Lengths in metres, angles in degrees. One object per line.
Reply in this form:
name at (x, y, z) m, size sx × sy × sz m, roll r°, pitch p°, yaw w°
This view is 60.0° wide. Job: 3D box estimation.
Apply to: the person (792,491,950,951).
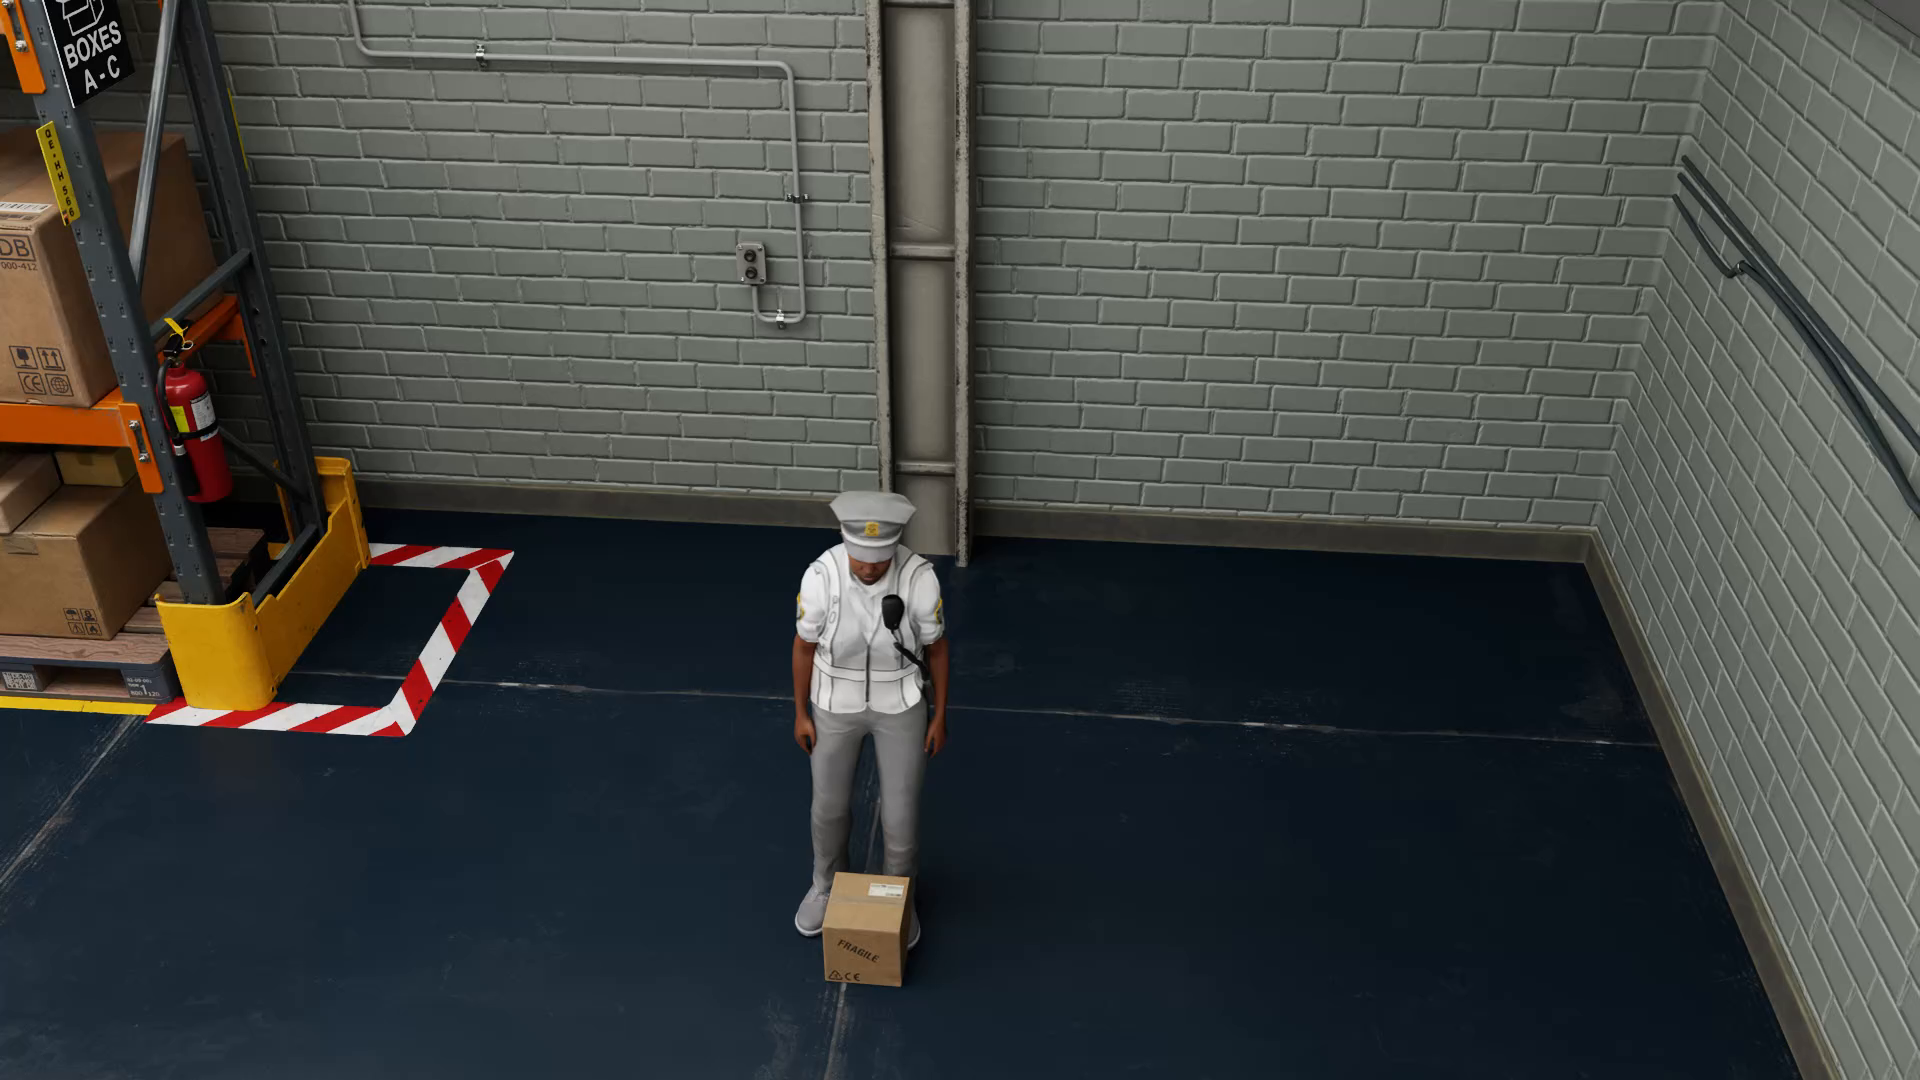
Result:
person at (-0.294, 0.559, 5.250) m, size 0.522 × 1.656 × 0.427 m, roll 1°, pitch 32°, yaw 1°
